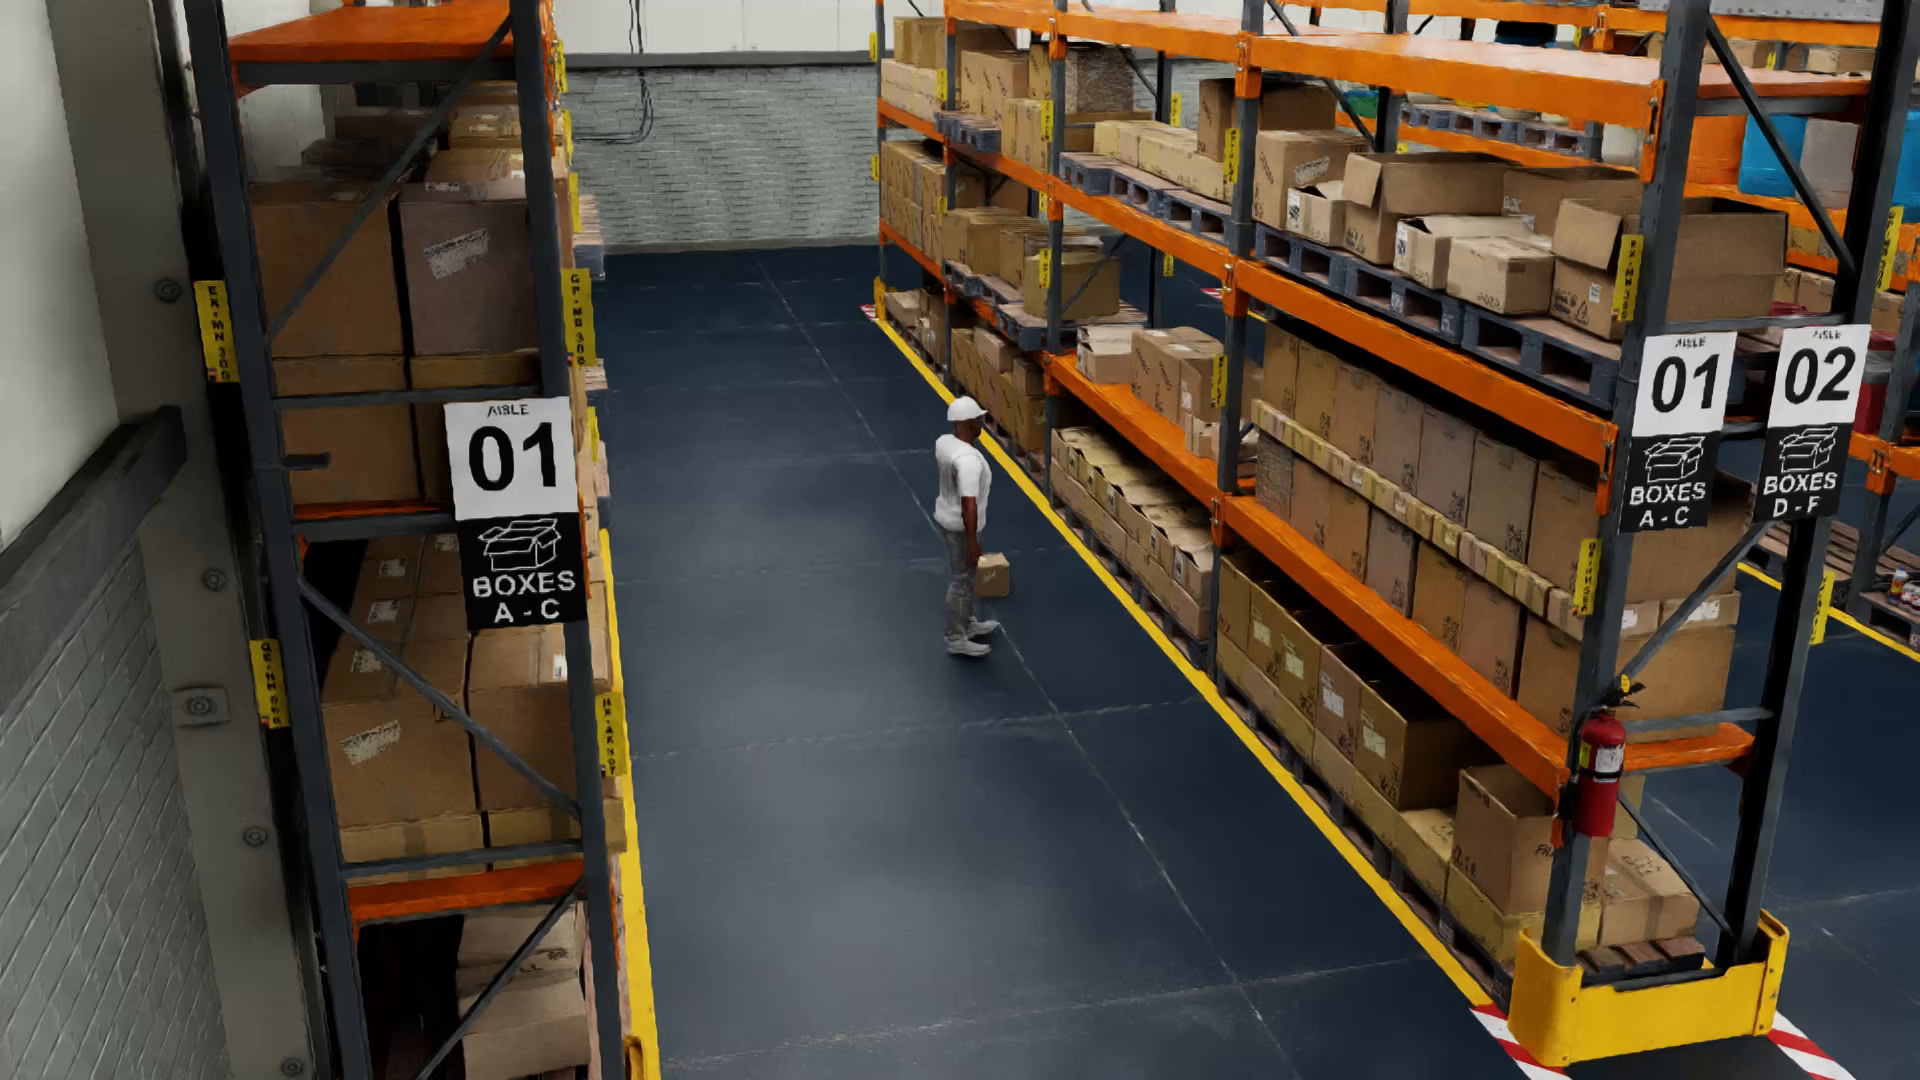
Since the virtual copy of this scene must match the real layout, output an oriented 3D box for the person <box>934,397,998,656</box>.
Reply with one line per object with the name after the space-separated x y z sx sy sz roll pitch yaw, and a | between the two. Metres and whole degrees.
0.086 -0.101 11.261 0.479 1.770 0.682 -6 20 -16 | person
